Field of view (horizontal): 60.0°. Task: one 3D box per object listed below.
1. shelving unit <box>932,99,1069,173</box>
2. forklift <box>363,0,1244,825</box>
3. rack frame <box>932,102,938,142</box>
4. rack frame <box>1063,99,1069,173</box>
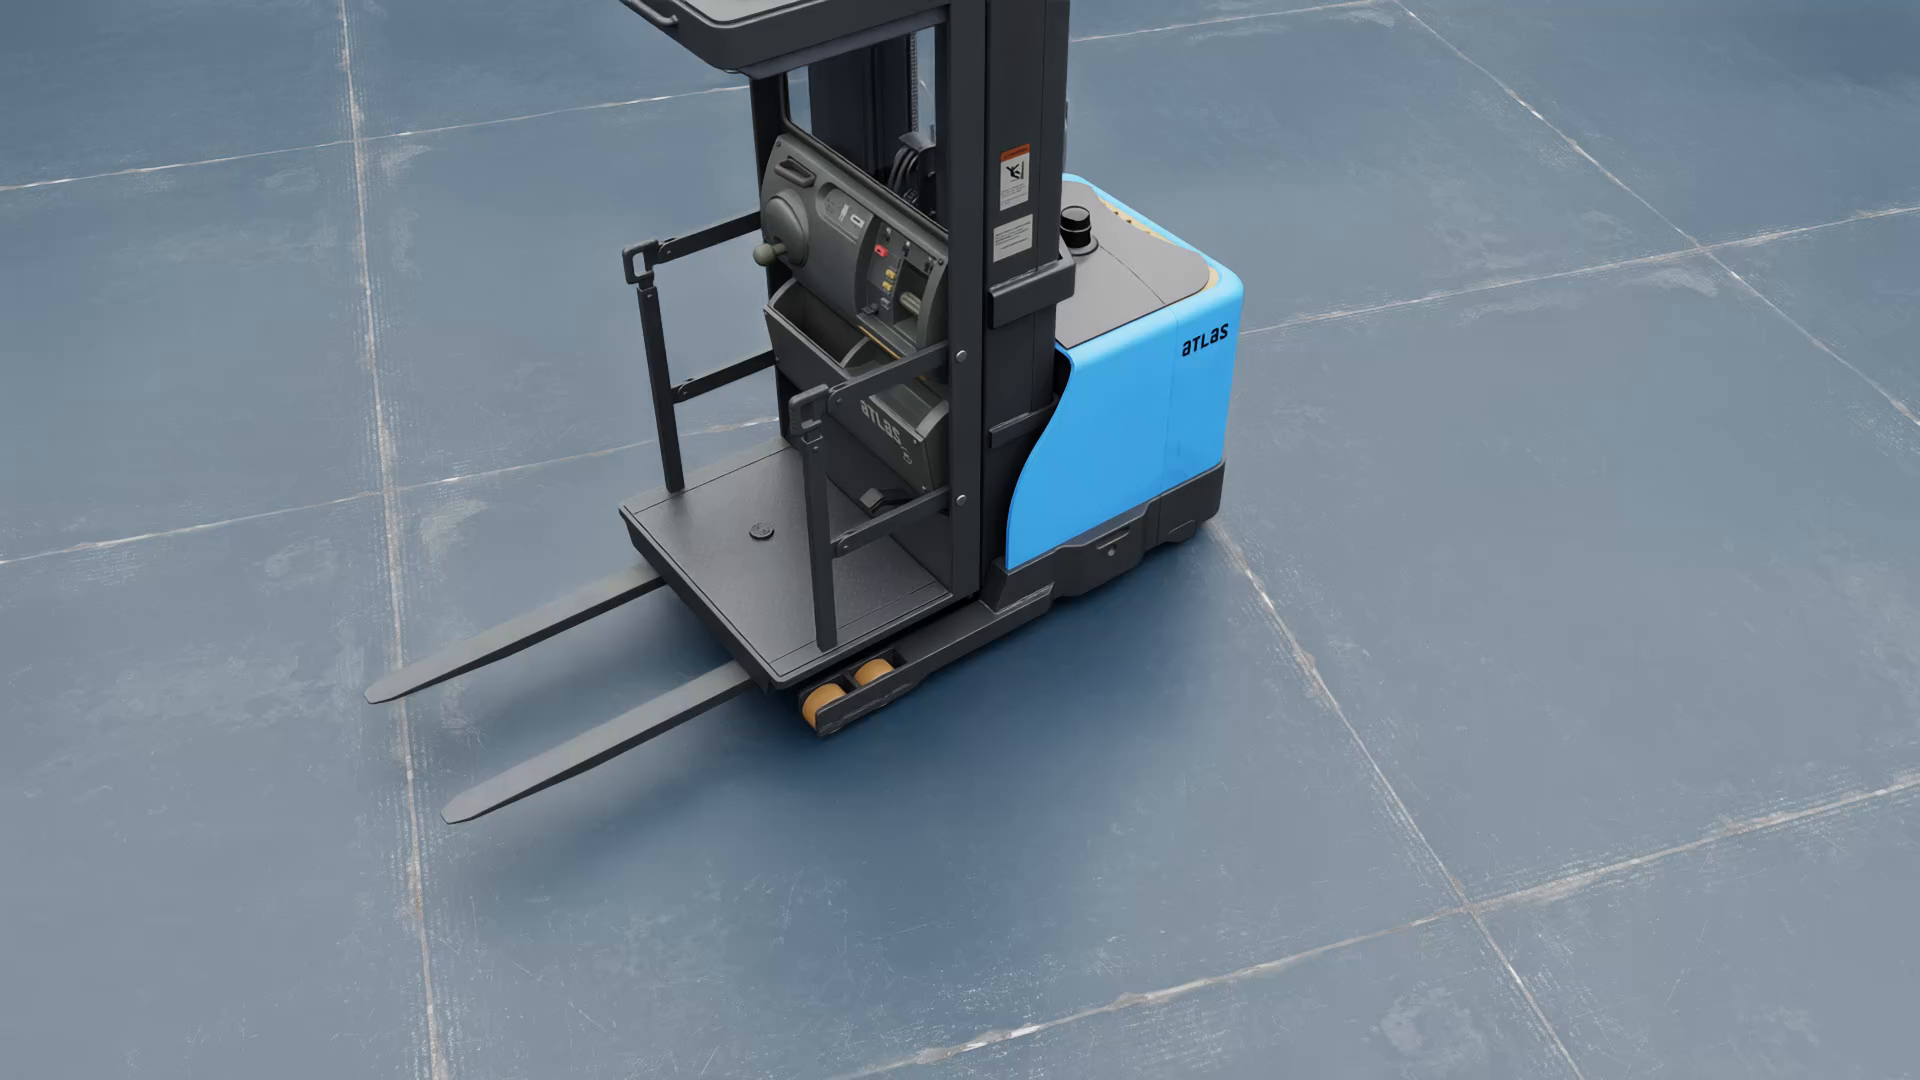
[{"bbox_3d":[0.155,-1.167,6.673,0.503,1.200,0.258,3,41,3],"label":"shelving unit"},{"bbox_3d":[-0.505,-0.859,5.005,3.031,2.935,1.130,-26,47,-27],"label":"forklift"},{"bbox_3d":[-0.088,-1.180,6.688,0.015,1.200,0.240,3,41,3],"label":"rack frame"},{"bbox_3d":[0.398,-1.154,6.658,0.015,1.200,0.240,3,41,3],"label":"rack frame"}]
